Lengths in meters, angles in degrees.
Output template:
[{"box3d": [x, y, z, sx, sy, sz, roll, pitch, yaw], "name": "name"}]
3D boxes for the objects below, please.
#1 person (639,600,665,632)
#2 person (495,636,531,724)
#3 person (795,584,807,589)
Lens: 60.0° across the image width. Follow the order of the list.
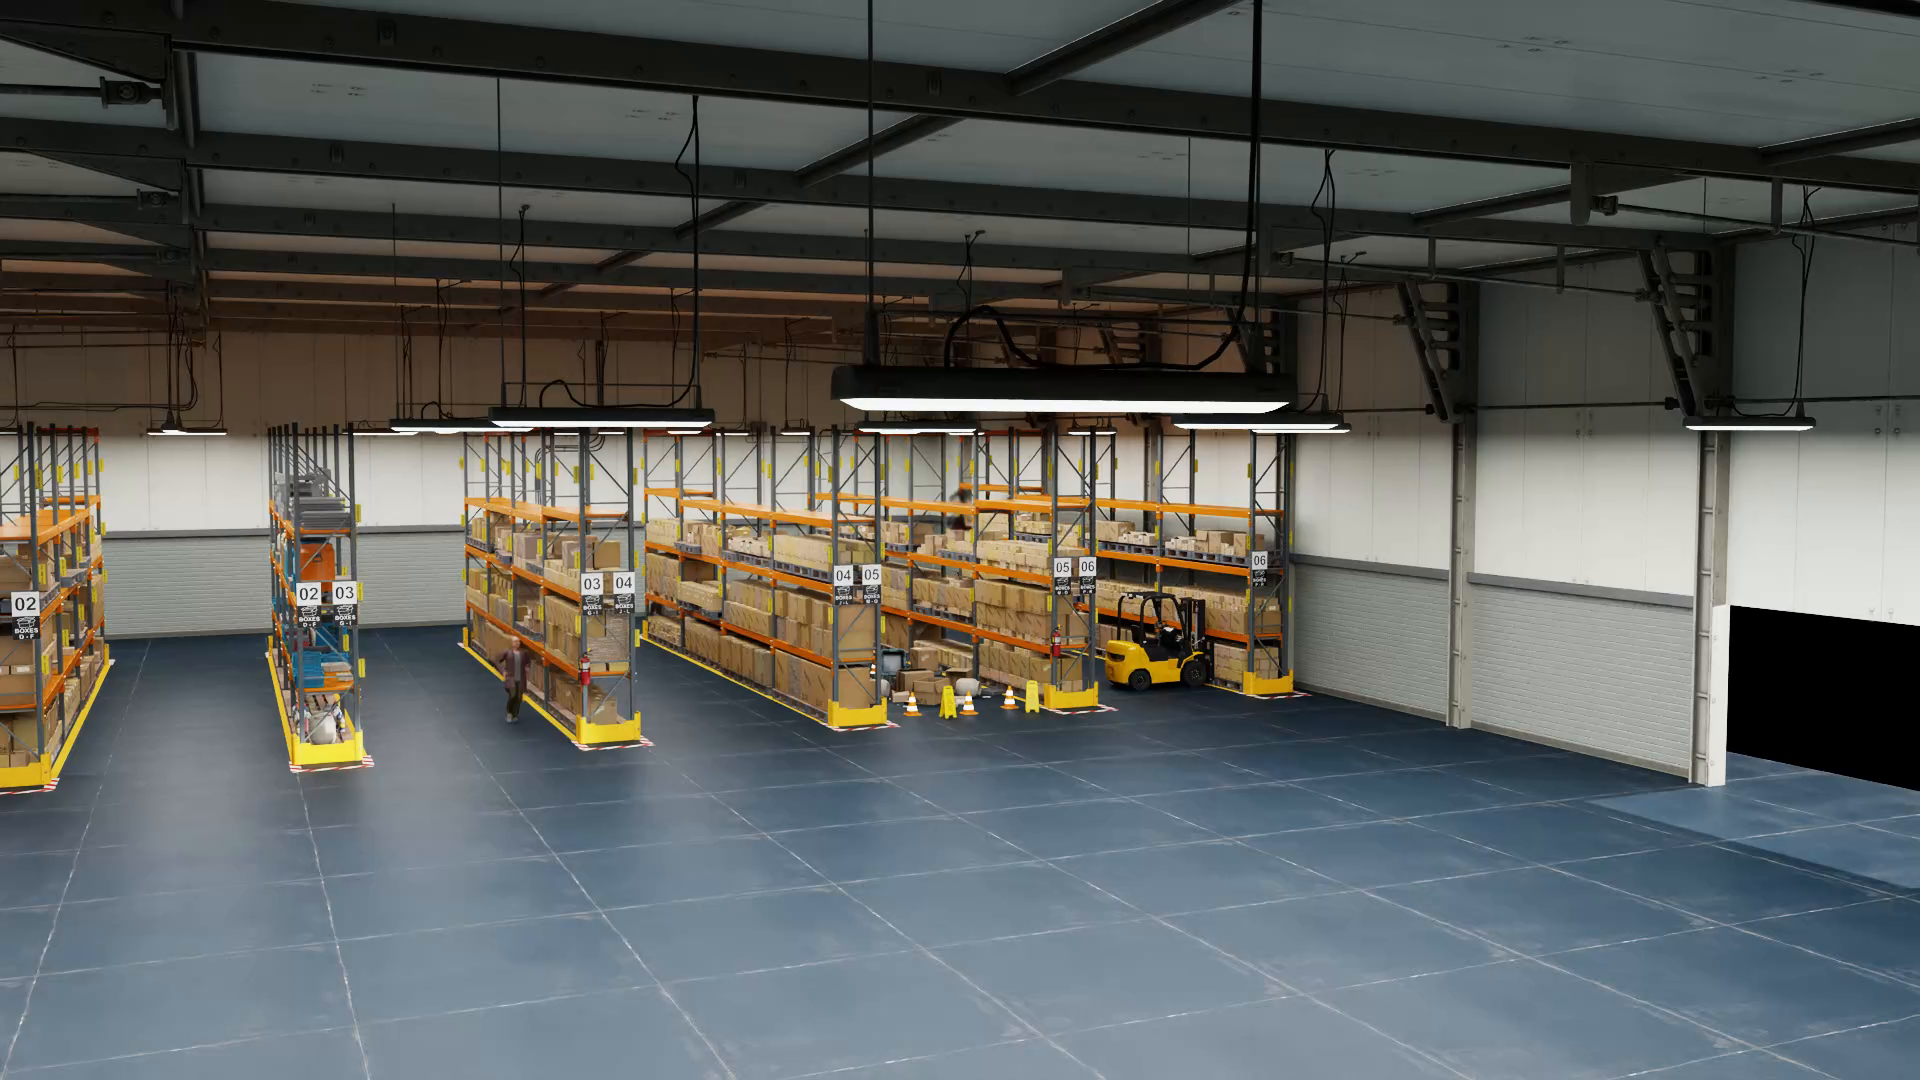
[{"box3d": [-8.943, 1.847, 48.783, 0.942, 1.709, 0.648, -2, 4, -29], "name": "person"}, {"box3d": [-8.902, 2.808, 33.320, 0.680, 1.751, 0.696, -2, 4, -32], "name": "person"}, {"box3d": [-4.929, 1.826, 51.091, 0.641, 1.575, 0.540, -1, 4, -9], "name": "person"}]
